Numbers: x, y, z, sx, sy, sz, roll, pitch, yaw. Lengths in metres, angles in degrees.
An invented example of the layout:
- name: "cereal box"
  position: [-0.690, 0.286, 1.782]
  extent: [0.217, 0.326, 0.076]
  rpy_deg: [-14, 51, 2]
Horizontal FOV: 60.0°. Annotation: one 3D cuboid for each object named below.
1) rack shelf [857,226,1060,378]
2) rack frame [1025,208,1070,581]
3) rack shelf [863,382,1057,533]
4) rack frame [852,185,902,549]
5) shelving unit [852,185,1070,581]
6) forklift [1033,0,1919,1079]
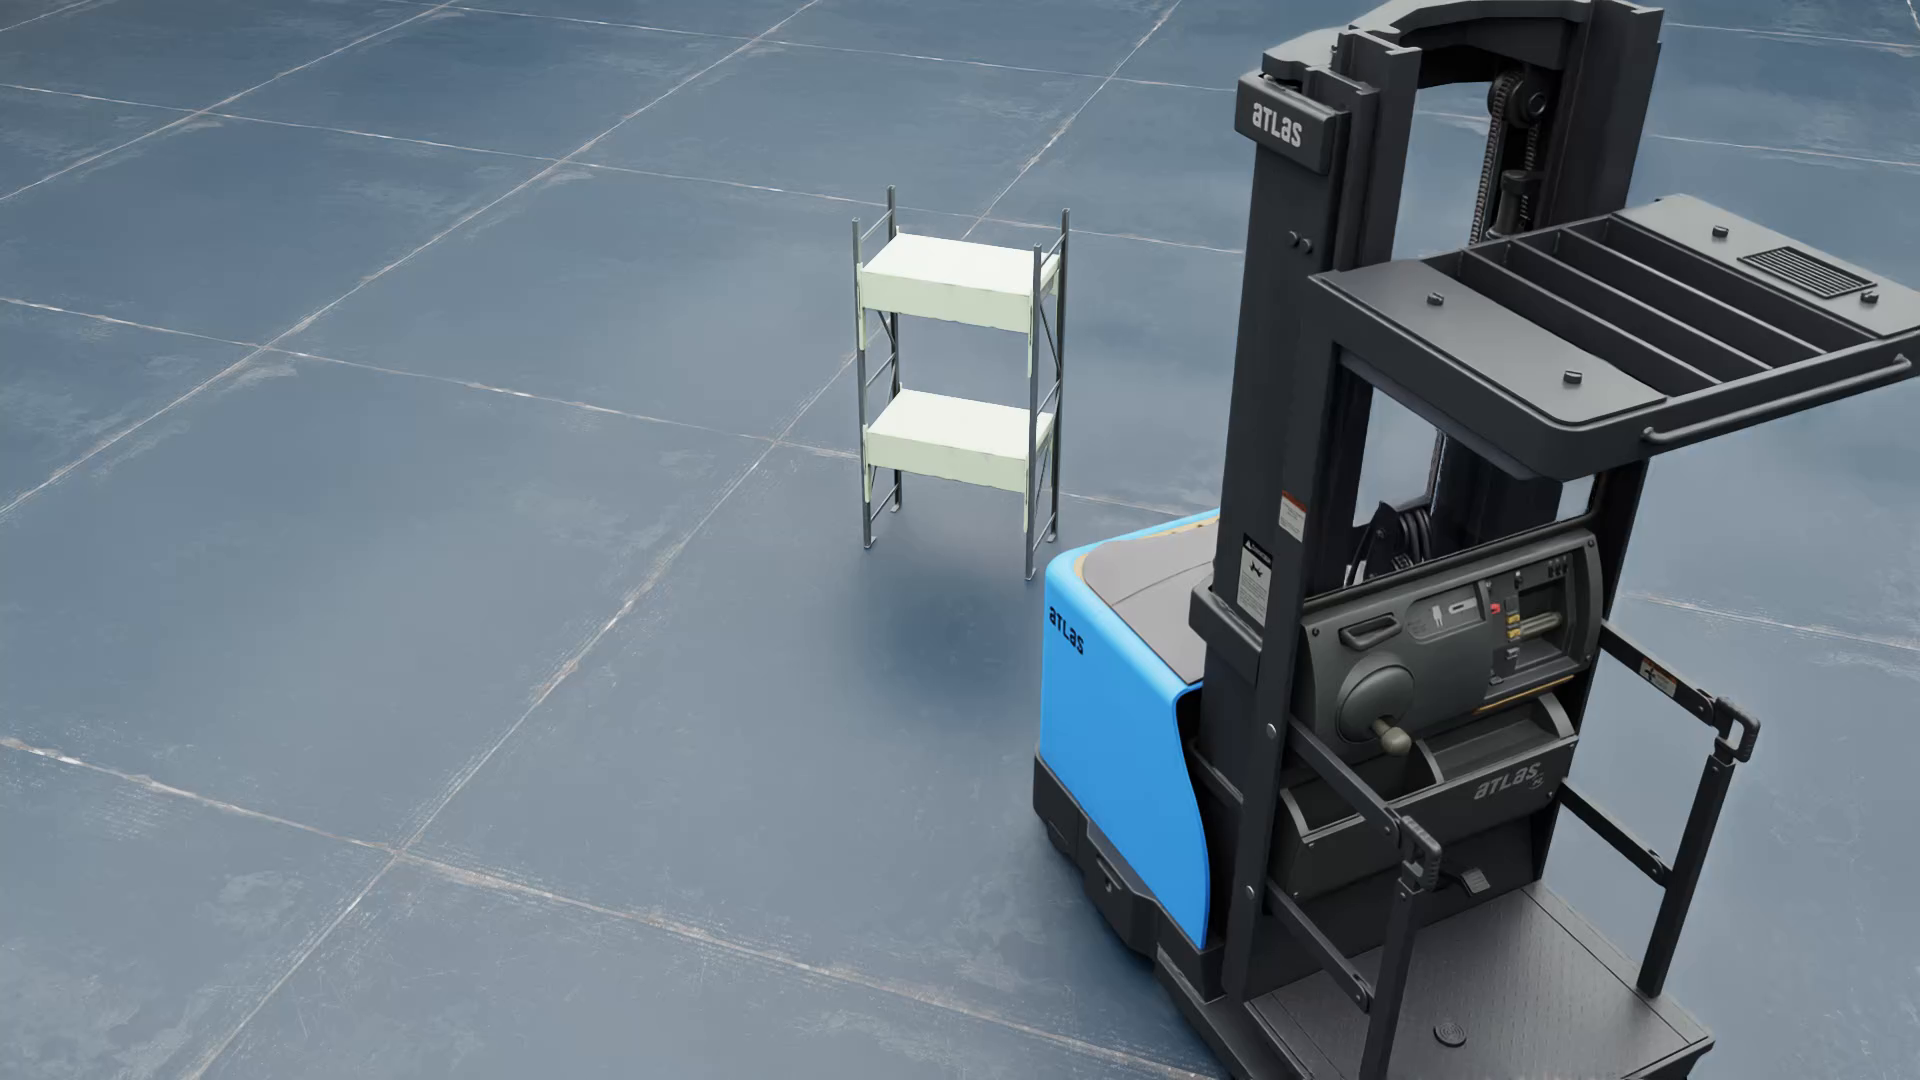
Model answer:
- name: "rack shelf"
  position: [0.006, -0.957, 6.630]
  extent: [0.720, 0.370, 0.431]
  rpy_deg: [11, 34, 16]
- name: "rack frame"
  position: [0.351, -0.562, 6.738]
  extent: [0.023, 1.500, 0.400]
  rpy_deg: [11, 34, 16]
- name: "rack shelf"
  position: [0.006, -0.355, 7.018]
  extent: [0.720, 0.370, 0.431]
  rpy_deg: [11, 34, 16]
- name: "rack frame"
  position: [-0.338, -0.696, 6.945]
  extent: [0.023, 1.500, 0.400]
  rpy_deg: [11, 34, 16]
- name: "shelving unit"
  position: [0.006, -0.629, 6.841]
  extent: [0.755, 1.500, 0.431]
  rpy_deg: [11, 34, 16]
- name: "forklift"
  position: [1.358, 0.319, 4.054]
  extent: [1.130, 2.935, 3.031]
  rpy_deg: [-15, 36, -22]
